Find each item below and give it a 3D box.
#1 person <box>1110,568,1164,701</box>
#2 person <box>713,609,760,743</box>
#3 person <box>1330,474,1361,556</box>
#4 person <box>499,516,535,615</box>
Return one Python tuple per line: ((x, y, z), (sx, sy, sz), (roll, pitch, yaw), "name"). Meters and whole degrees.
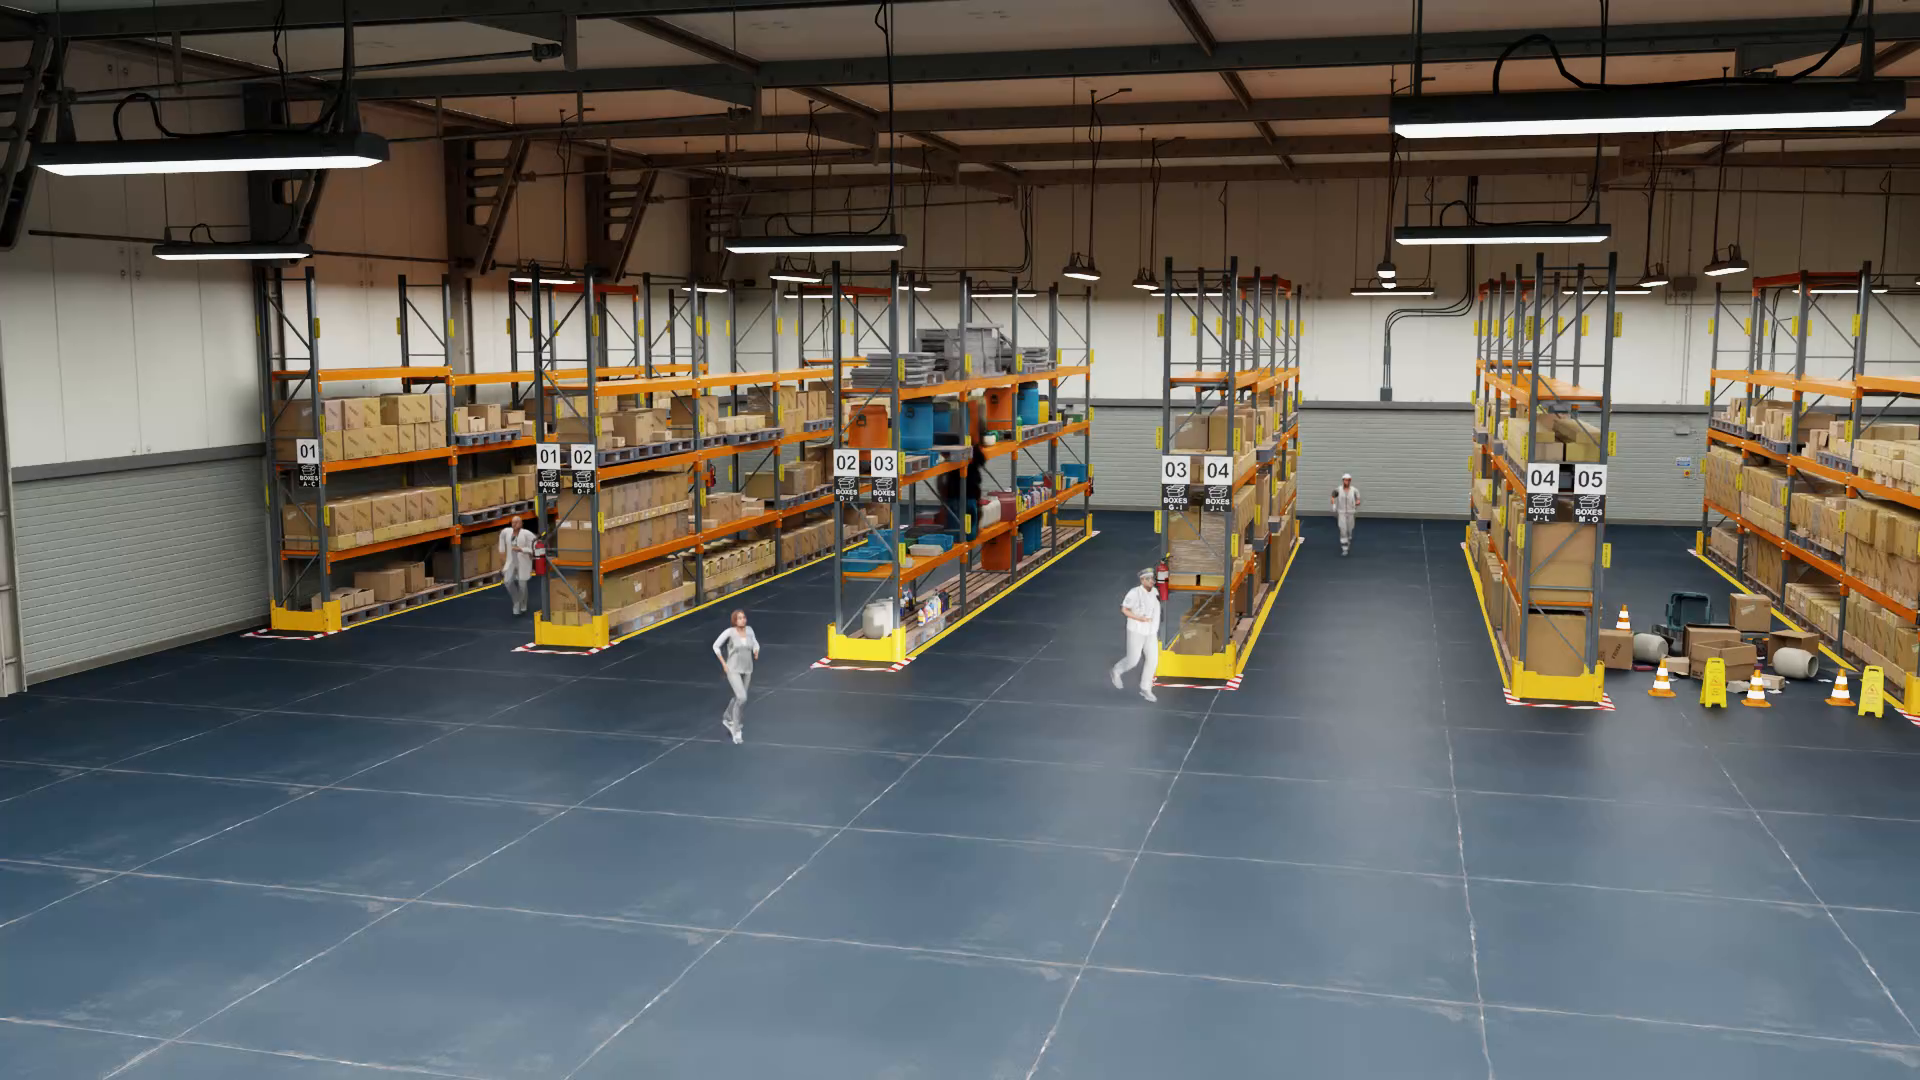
((2.485, 1.256, 22.781), (0.670, 1.793, 0.863), (-4, 8, -30), "person")
((-2.711, 1.697, 20.355), (0.547, 1.568, 0.671), (-6, 9, -39), "person")
((8.585, -0.579, 37.024), (0.658, 1.788, 0.843), (1, 7, 8), "person")
((-7.749, 0.439, 29.069), (0.749, 1.749, 0.868), (0, 7, 3), "person")
